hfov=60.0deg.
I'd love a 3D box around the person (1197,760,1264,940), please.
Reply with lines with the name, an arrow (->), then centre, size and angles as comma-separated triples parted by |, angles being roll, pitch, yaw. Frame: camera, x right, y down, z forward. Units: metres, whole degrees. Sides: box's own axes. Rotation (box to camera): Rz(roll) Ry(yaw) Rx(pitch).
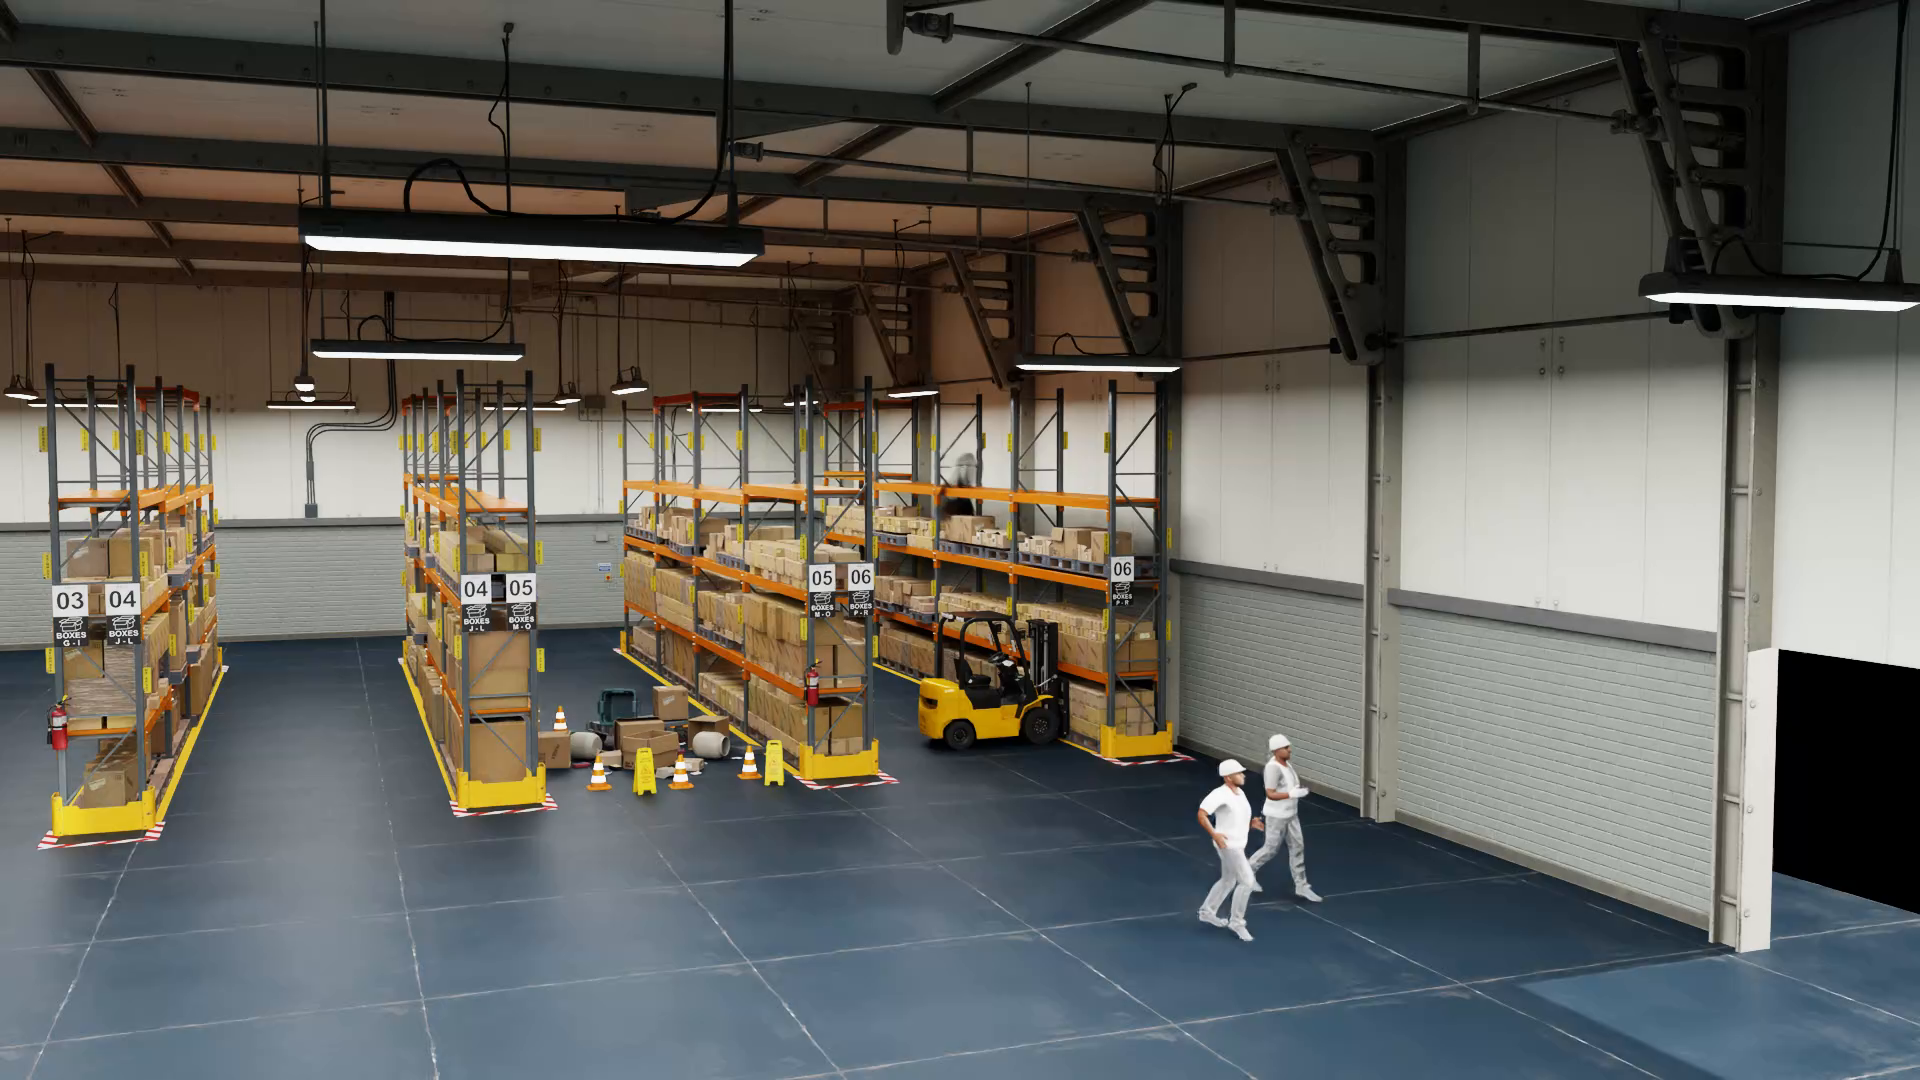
person -> 2.749, 3.147, 16.919 | 0.670, 1.836, 0.695 | 2, 4, 25

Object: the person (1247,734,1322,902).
person -> 3.492, 3.021, 18.158 | 0.923, 1.803, 0.675 | 2, 4, 32
